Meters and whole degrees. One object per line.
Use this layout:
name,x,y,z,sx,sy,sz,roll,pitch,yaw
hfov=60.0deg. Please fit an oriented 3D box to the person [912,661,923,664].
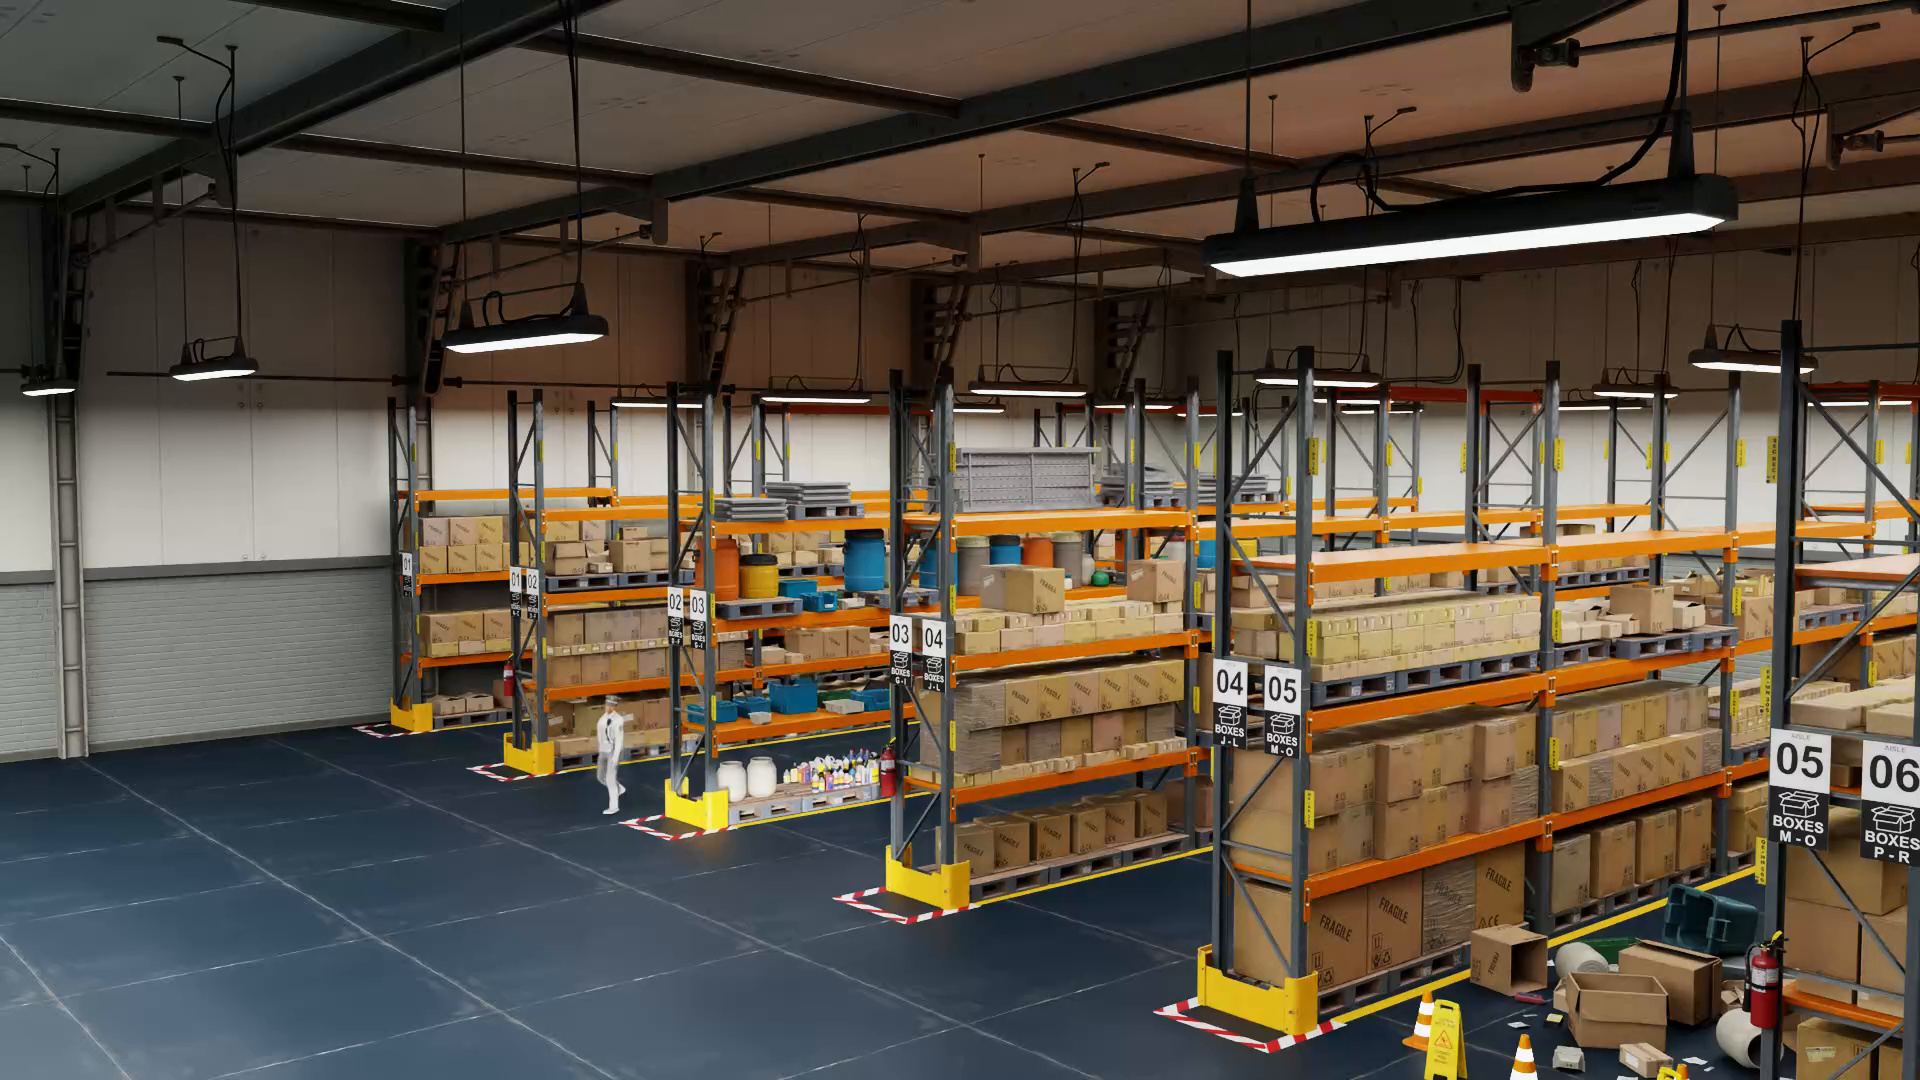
person,-0.835,2.278,34.282,0.796,1.784,0.655,-3,4,-40

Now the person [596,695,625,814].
person,-4.861,2.969,23.330,0.696,1.654,0.587,3,4,41

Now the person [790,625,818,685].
person,-3.151,2.411,33.389,0.670,1.733,0.853,0,3,4
